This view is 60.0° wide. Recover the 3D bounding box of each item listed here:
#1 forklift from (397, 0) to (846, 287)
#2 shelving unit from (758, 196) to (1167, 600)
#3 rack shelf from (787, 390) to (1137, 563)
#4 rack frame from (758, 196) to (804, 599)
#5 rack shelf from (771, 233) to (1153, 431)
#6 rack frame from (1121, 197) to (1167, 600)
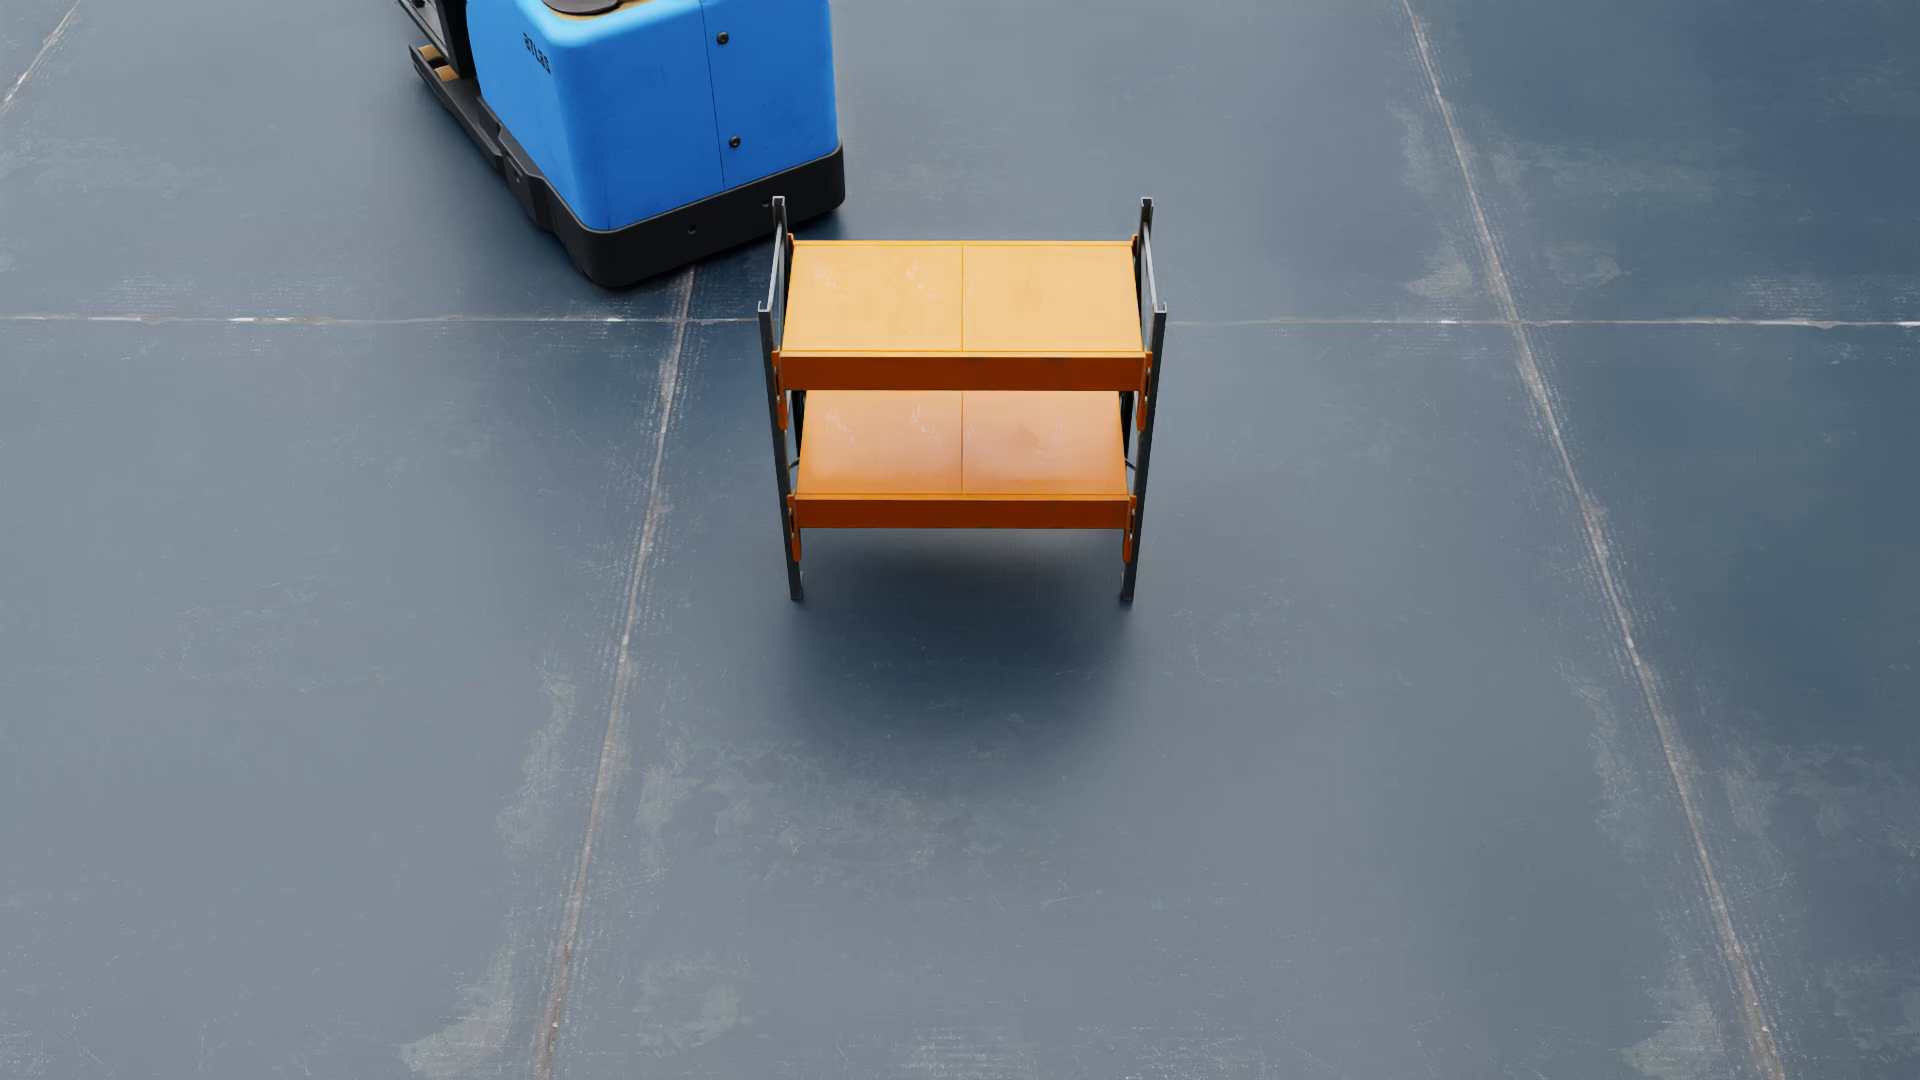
[{"bbox_3d":[-1.653,-2.973,6.015,1.130,2.935,3.031,-25,52,-21],"label":"forklift"},{"bbox_3d":[0.007,-0.383,4.838,1.048,1.125,0.538,0,47,0],"label":"shelving unit"},{"bbox_3d":[0.007,-0.217,5.017,1.000,0.278,0.538,0,47,0],"label":"rack shelf"},{"bbox_3d":[-0.502,-0.385,4.840,0.032,1.125,0.500,0,47,0],"label":"rack frame"},{"bbox_3d":[0.007,-0.583,4.624,1.000,0.278,0.538,0,47,0],"label":"rack shelf"},{"bbox_3d":[0.515,-0.382,4.837,0.032,1.125,0.500,0,47,0],"label":"rack frame"}]
